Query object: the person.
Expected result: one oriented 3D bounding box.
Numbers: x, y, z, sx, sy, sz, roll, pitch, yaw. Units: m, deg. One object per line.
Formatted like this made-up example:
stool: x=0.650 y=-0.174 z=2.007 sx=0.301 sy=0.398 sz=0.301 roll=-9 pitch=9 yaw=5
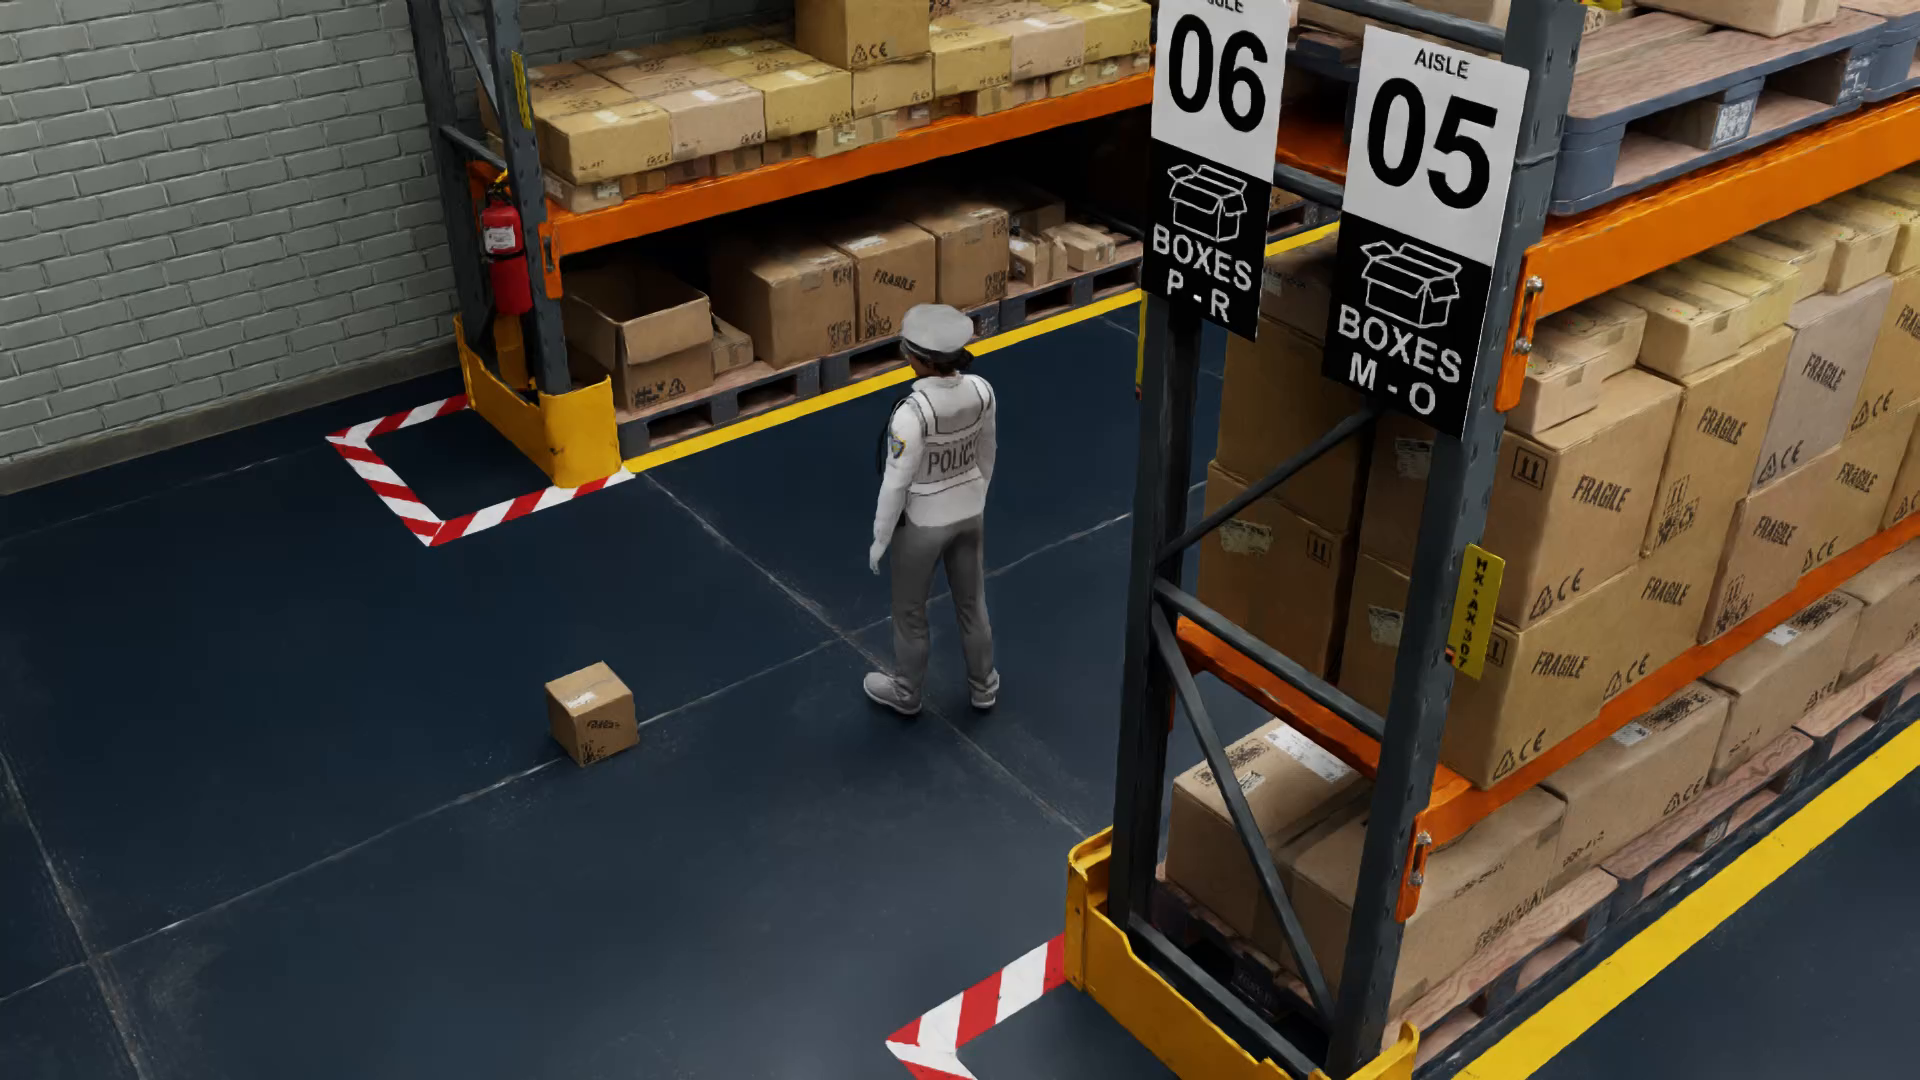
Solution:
person: x=-0.107 y=-0.083 z=6.208 sx=0.574 sy=1.677 sz=0.444 roll=-24 pitch=39 yaw=-33
